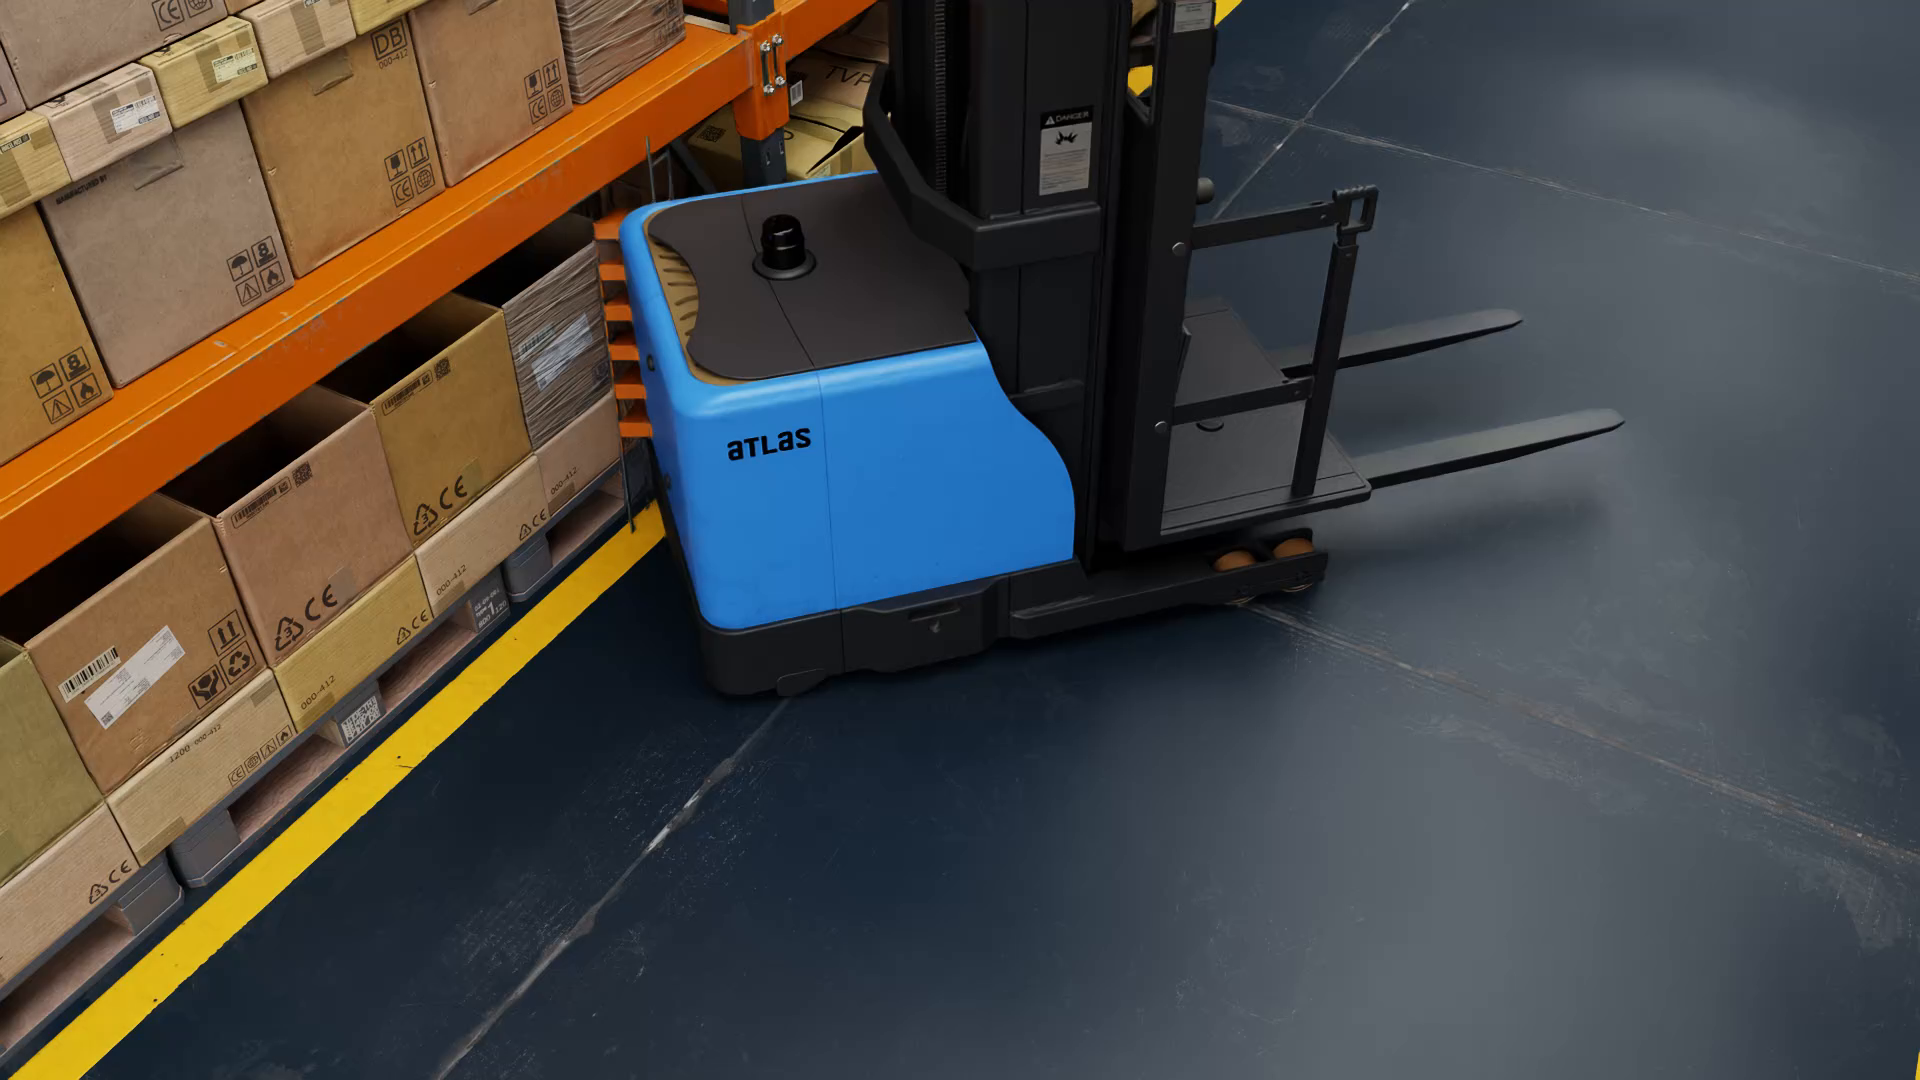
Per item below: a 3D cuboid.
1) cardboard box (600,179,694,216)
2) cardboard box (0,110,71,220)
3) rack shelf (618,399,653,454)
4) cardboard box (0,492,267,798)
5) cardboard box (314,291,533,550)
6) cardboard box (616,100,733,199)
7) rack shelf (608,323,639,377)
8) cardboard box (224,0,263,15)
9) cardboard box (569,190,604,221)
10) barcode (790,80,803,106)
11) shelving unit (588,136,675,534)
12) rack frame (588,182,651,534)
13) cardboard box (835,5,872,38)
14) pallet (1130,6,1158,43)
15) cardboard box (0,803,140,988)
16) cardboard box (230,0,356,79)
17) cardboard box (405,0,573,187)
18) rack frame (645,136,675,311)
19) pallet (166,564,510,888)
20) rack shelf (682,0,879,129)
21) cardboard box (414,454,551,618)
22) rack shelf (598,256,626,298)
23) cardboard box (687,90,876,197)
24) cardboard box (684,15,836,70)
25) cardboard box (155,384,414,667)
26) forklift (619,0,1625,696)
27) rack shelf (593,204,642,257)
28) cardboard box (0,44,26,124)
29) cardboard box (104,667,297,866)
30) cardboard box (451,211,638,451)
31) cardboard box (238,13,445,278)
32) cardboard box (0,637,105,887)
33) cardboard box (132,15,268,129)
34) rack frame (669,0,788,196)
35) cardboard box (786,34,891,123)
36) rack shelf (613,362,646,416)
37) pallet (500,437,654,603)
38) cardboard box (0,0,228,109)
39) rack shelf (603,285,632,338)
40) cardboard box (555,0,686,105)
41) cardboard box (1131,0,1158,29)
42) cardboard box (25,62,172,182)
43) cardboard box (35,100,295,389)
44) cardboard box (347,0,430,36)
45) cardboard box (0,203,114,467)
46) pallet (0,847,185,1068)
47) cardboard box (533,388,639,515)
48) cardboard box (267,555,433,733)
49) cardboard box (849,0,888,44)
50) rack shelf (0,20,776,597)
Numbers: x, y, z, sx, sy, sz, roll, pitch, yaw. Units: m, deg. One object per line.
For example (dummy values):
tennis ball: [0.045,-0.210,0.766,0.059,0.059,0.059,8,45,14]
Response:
cardboard box: [-1.071,-1.337,6.262,0.500,0.250,0.500,20,45,22]
cardboard box: [-2.004,-0.762,3.279,0.380,0.149,0.250,20,45,22]
rack shelf: [-0.924,-0.358,5.104,0.180,0.103,0.258,-1,23,4]
cardboard box: [-2.080,0.193,3.957,0.500,0.500,0.500,21,45,22]
cardboard box: [-1.577,-0.378,4.605,0.500,0.500,0.500,21,45,22]
cardboard box: [-1.073,-1.541,6.069,0.500,0.311,0.500,21,45,22]
rack shelf: [-0.934,-0.578,5.010,0.180,0.103,0.258,-1,23,4]
cardboard box: [-1.747,-1.571,3.707,0.700,0.500,0.500,21,45,22]
cardboard box: [-1.531,-1.124,5.452,0.500,0.500,0.500,21,45,22]
barcode: [-0.539,-1.474,5.486,0.001,0.075,0.075,21,45,22]
shelving unit: [-0.936,-0.619,4.993,0.189,1.200,0.258,-1,23,4]
rack frame: [-1.027,-0.618,4.999,0.006,1.200,0.240,-1,23,4]
cardboard box: [-0.566,-2.126,6.733,0.500,0.311,0.500,21,45,22]
pallet: [0.528,-2.663,8.114,1.003,0.211,1.213,21,45,22]
cardboard box: [-2.321,0.764,3.876,0.500,0.250,0.500,21,45,22]
cardboard box: [-1.615,-1.207,3.784,0.380,0.149,0.250,22,46,23]
cardboard box: [-1.502,-1.356,4.445,0.700,0.500,0.500,20,45,22]
rack frame: [-0.845,-0.620,4.986,0.006,1.200,0.240,-1,23,4]
pallet: [-2.071,0.310,4.738,1.003,0.211,1.213,21,45,22]
rack shelf: [-0.027,-2.753,6.651,1.077,0.370,4.000,21,45,22]
cardboard box: [-1.566,-0.093,4.848,0.500,0.250,0.500,21,45,22]
rack shelf: [-0.944,-0.799,4.916,0.180,0.103,0.258,-1,23,4]
cardboard box: [-0.605,-1.369,5.873,0.500,0.311,0.500,21,46,22]
cardboard box: [-0.818,-1.841,6.409,0.500,0.311,0.500,22,46,23]
cardboard box: [-1.815,-0.088,4.275,0.500,0.500,0.500,21,45,22]
forklift: [0.599,-1.225,4.424,3.031,2.935,1.130,-12,43,-13]
rack shelf: [-0.948,-0.909,4.869,0.180,0.103,0.258,-1,23,4]
cardboard box: [-2.248,-0.999,3.057,0.700,0.500,0.500,21,46,22]
cardboard box: [-2.071,0.478,4.200,0.500,0.250,0.500,21,45,22]
cardboard box: [-1.331,-0.666,4.932,0.500,0.500,0.500,21,45,22]
cardboard box: [-1.757,-1.070,4.120,0.700,0.500,0.500,22,46,23]
cardboard box: [-2.320,0.483,3.627,0.500,0.500,0.500,21,45,22]
cardboard box: [-1.745,-1.054,3.611,0.380,0.149,0.250,22,46,23]
rack frame: [-1.027,-1.879,5.113,1.000,3.000,0.127,21,45,22]
cardboard box: [-0.350,-1.653,6.196,0.500,0.311,0.500,20,45,22]
rack shelf: [-0.929,-0.468,5.057,0.180,0.103,0.258,-1,23,4]
pallet: [-1.462,-0.391,5.534,1.003,0.211,1.213,21,45,22]
cardboard box: [-1.997,-1.285,3.383,0.700,0.500,0.500,21,46,22]
rack shelf: [-0.939,-0.689,4.963,0.180,0.103,0.258,-1,23,4]
cardboard box: [-1.244,-1.660,4.790,0.700,0.500,0.500,20,45,21]
cardboard box: [0.667,-2.615,7.713,0.500,0.250,0.500,20,45,22]
cardboard box: [-1.876,-0.903,3.440,0.380,0.149,0.250,21,46,22]
cardboard box: [-2.012,-0.777,3.787,0.700,0.500,0.500,22,46,23]
cardboard box: [-1.489,-1.351,3.948,0.380,0.149,0.250,21,45,22]
cardboard box: [-2.272,-0.474,3.443,0.700,0.500,0.500,21,46,22]
pallet: [-2.683,1.005,3.949,1.003,0.211,1.213,21,45,22]
cardboard box: [-1.329,-0.384,5.179,0.500,0.250,0.500,21,45,22]
cardboard box: [-1.816,0.194,4.523,0.500,0.250,0.500,21,45,22]
cardboard box: [-0.092,-1.950,6.533,0.500,0.311,0.500,19,45,21]
rack shelf: [-2.028,-0.464,4.052,1.077,0.370,4.000,21,45,22]
